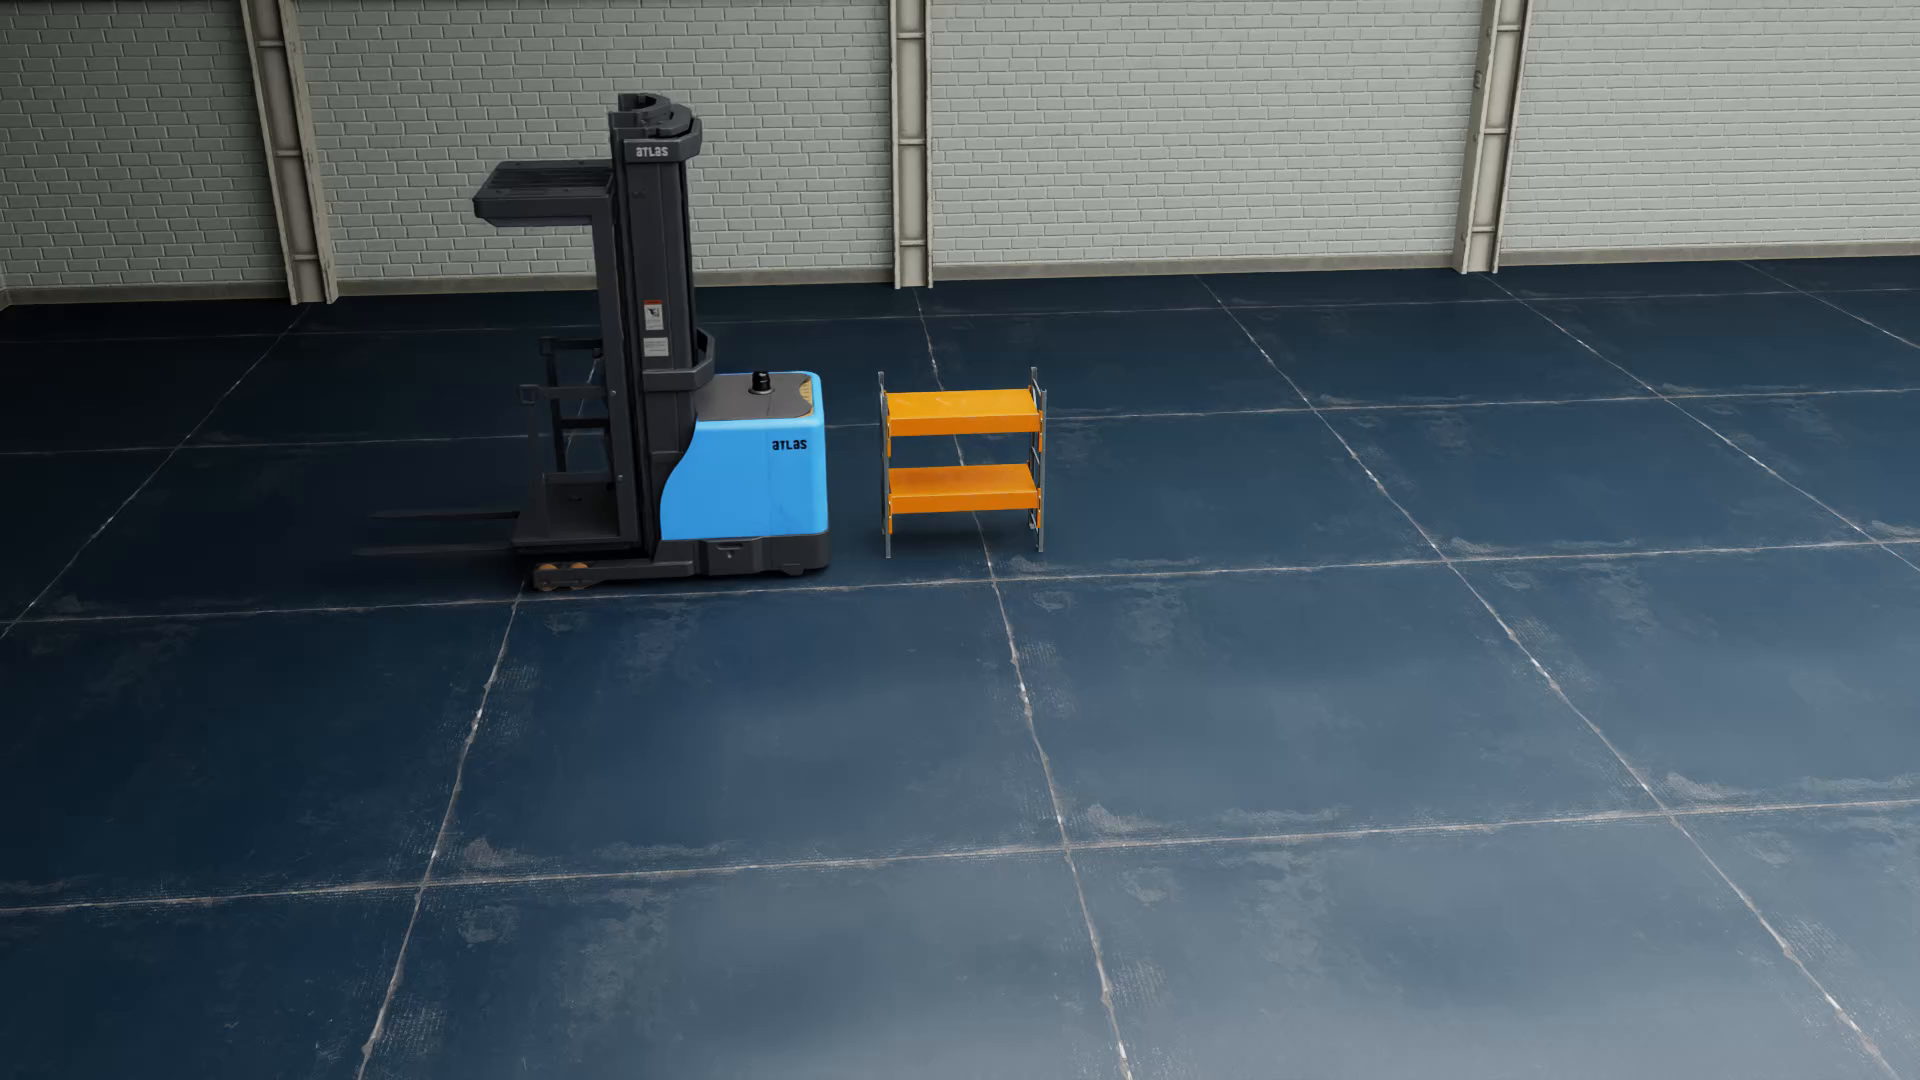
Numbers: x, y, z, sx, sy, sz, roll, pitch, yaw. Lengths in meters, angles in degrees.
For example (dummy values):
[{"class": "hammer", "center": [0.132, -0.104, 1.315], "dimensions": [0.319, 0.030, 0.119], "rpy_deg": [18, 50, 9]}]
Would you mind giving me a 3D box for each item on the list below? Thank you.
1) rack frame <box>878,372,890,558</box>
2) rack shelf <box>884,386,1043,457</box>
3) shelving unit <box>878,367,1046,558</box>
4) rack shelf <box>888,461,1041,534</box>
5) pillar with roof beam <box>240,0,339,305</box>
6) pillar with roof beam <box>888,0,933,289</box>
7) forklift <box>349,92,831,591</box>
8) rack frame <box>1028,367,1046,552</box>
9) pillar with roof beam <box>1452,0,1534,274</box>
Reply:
[{"class": "rack frame", "center": [-0.499, -0.494, 10.976], "dimensions": [0.032, 1.125, 0.500], "rpy_deg": [-2, 24, -5]}, {"class": "rack shelf", "center": [0.007, -0.782, 10.903], "dimensions": [1.000, 0.278, 0.538], "rpy_deg": [-2, 24, -5]}, {"class": "shelving unit", "center": [0.007, -0.514, 11.022], "dimensions": [1.048, 1.125, 0.538], "rpy_deg": [-2, 24, -5]}, {"class": "rack shelf", "center": [0.007, -0.291, 11.121], "dimensions": [1.000, 0.278, 0.538], "rpy_deg": [-2, 24, -5]}, {"class": "pillar with roof beam", "center": [-6.036, -4.776, 10.916], "dimensions": [0.400, 9.000, 9.100], "rpy_deg": [-2, 24, -5]}, {"class": "pillar with roof beam", "center": [-0.065, -5.016, 11.455], "dimensions": [0.400, 9.000, 9.100], "rpy_deg": [-2, 24, -5]}, {"class": "forklift", "center": [-2.385, -1.242, 10.436], "dimensions": [3.031, 2.935, 1.130], "rpy_deg": [-2, 24, -5]}, {"class": "rack frame", "center": [0.513, -0.535, 11.068], "dimensions": [0.032, 1.125, 0.500], "rpy_deg": [-2, 24, -5]}, {"class": "pillar with roof beam", "center": [5.906, -5.255, 11.994], "dimensions": [0.400, 9.000, 9.100], "rpy_deg": [-2, 24, -5]}]
